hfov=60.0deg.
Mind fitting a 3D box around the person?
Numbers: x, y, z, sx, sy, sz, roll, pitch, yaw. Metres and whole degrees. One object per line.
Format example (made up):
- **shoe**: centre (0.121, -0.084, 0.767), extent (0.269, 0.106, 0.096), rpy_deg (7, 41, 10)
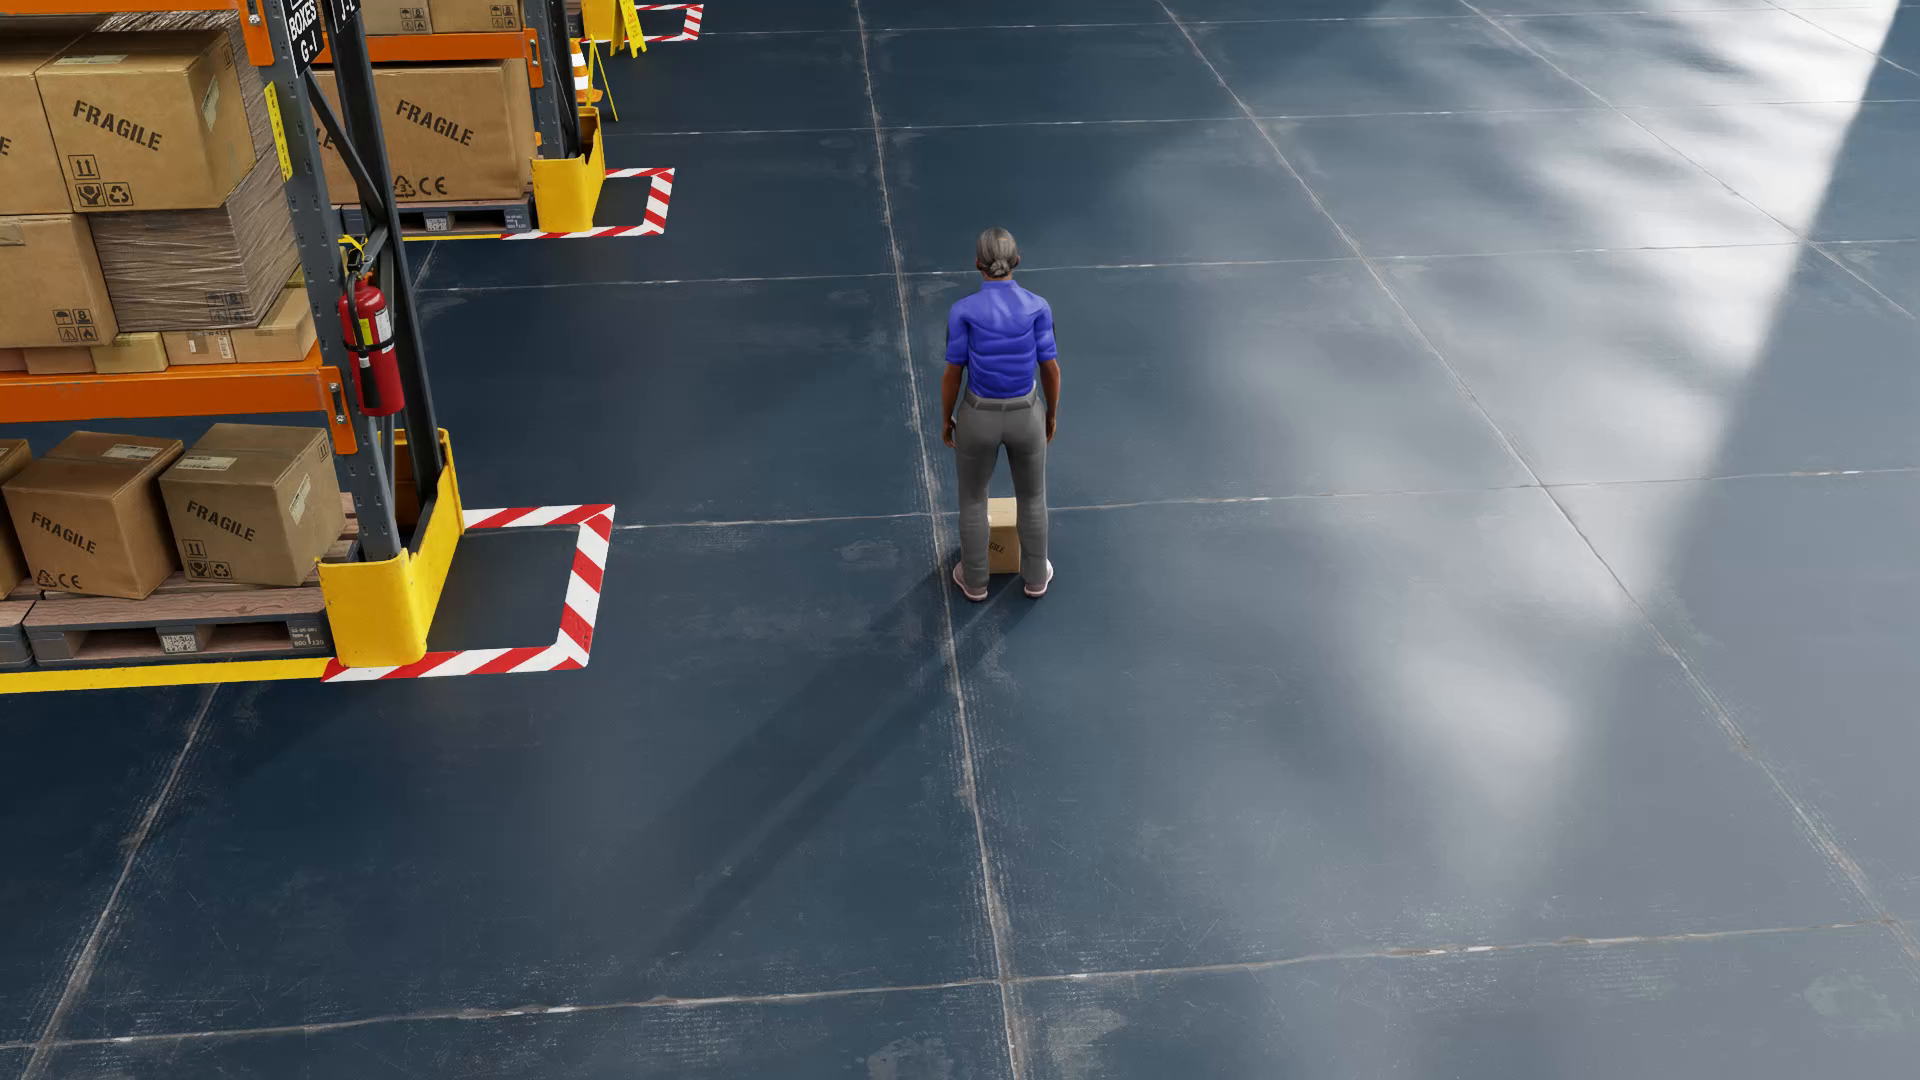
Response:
- **person**: centre (0.173, -0.499, 6.958), extent (0.506, 1.655, 0.346), rpy_deg (-3, 31, -4)
